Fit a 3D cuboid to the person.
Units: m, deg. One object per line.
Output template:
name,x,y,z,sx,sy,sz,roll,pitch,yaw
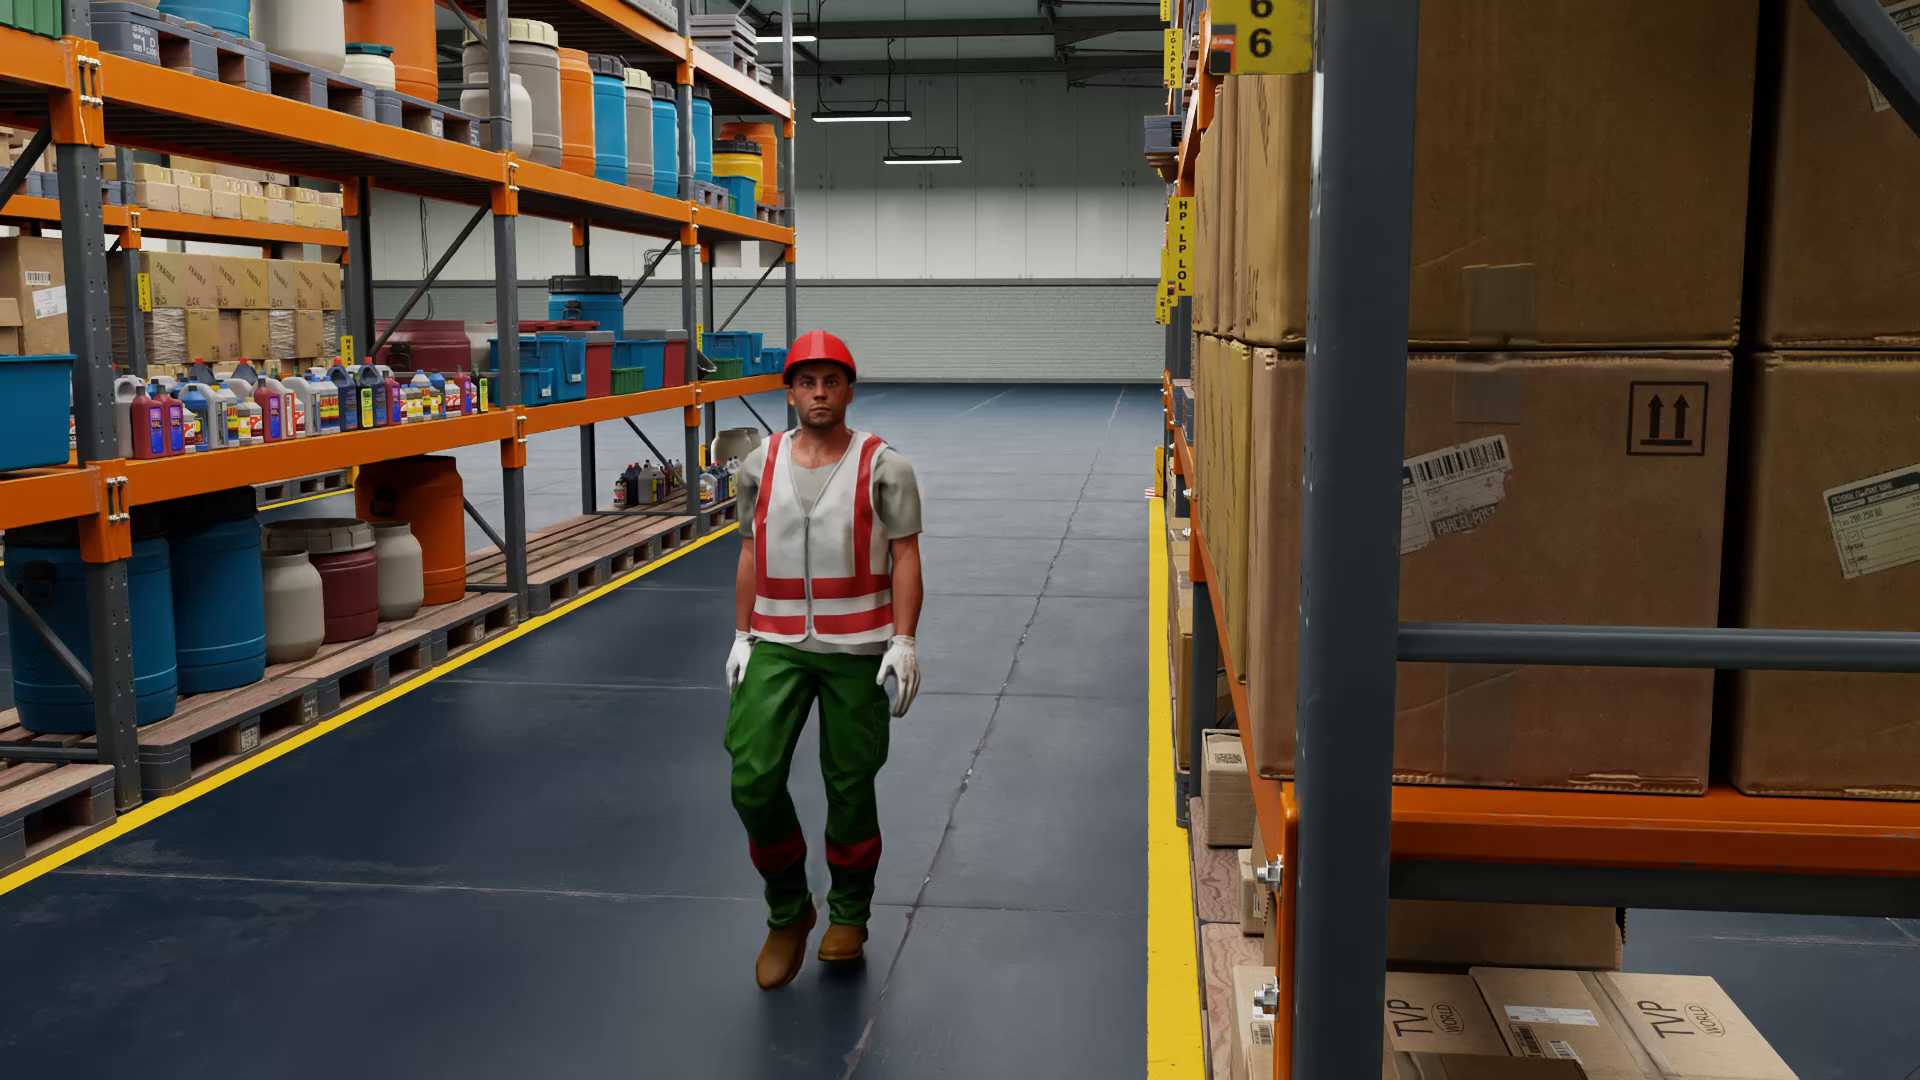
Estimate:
person,-0.395,0.339,4.591,0.589,1.825,0.491,1,8,7
